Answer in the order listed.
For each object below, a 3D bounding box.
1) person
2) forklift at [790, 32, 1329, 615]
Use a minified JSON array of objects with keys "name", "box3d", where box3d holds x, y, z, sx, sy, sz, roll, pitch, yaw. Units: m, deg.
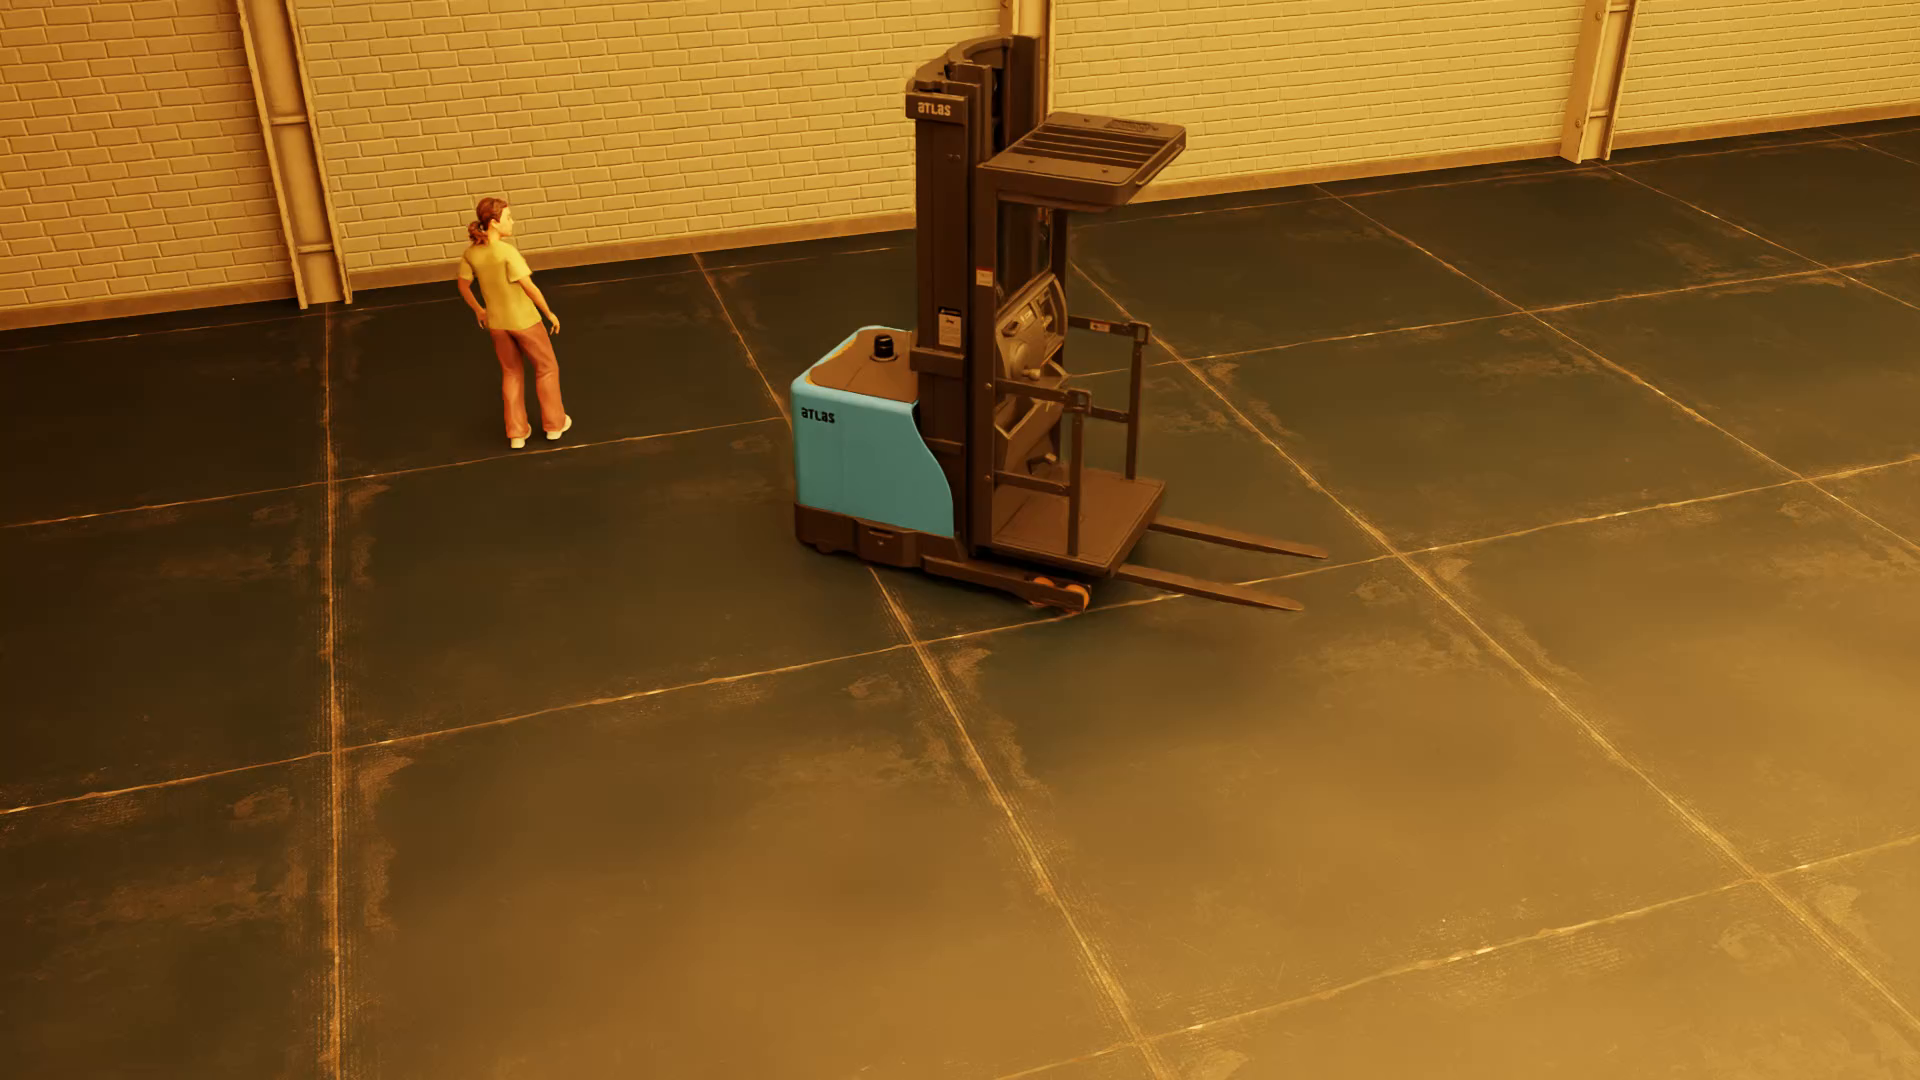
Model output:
[{"name":"person","box3d":[-2.885,-1.430,10.851,0.660,1.658,0.494,8,31,14]},{"name":"forklift","box3d":[0.579,-1.154,9.093,3.031,2.935,1.130,12,32,20]}]
